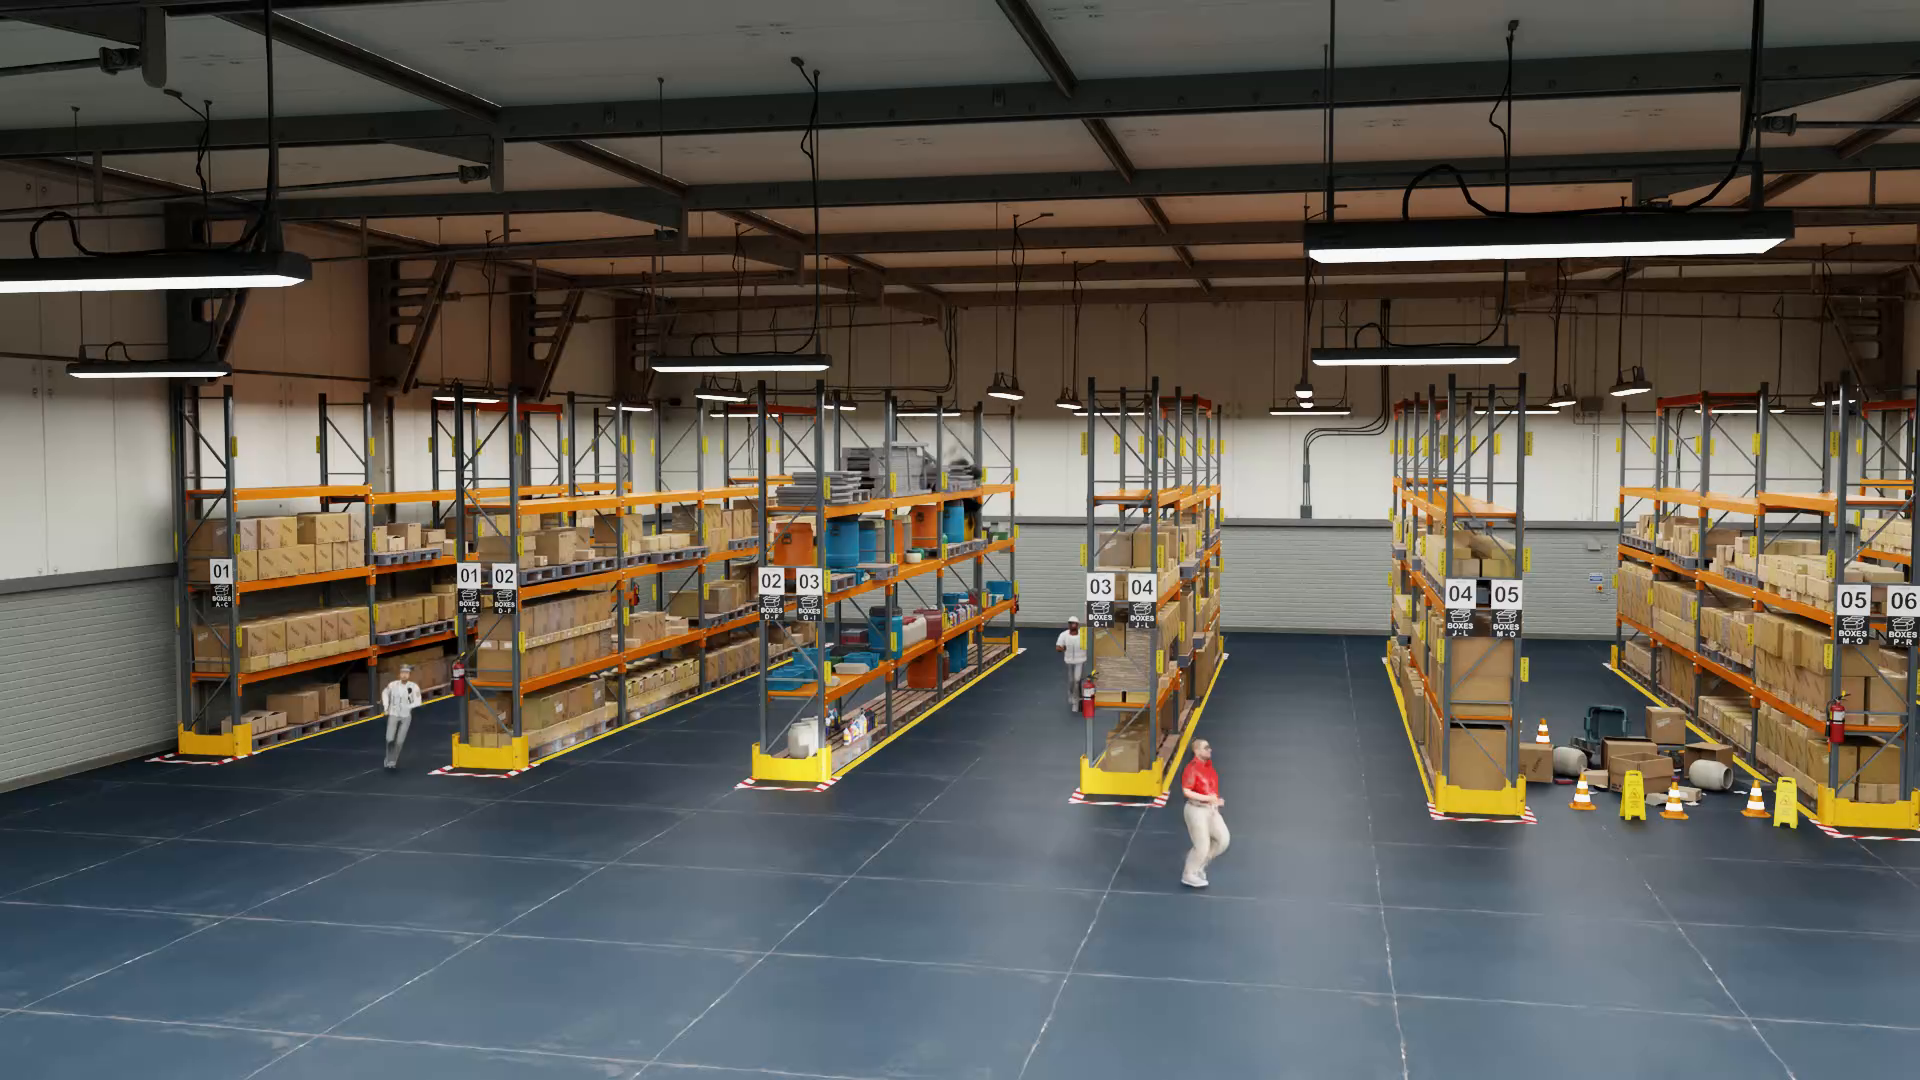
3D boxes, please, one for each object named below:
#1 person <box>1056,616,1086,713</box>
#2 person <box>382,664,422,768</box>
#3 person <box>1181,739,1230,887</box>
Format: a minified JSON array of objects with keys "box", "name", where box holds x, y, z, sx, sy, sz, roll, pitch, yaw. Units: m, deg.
[{"box":[2.204,2.343,31.721,0.711,1.804,0.946,1,3,15],"name":"person"},{"box":[-8.650,2.728,25.773,0.591,1.633,0.570,-1,3,-16],"name":"person"},{"box":[2.806,3.099,18.845,0.612,1.691,0.633,3,4,40],"name":"person"}]
